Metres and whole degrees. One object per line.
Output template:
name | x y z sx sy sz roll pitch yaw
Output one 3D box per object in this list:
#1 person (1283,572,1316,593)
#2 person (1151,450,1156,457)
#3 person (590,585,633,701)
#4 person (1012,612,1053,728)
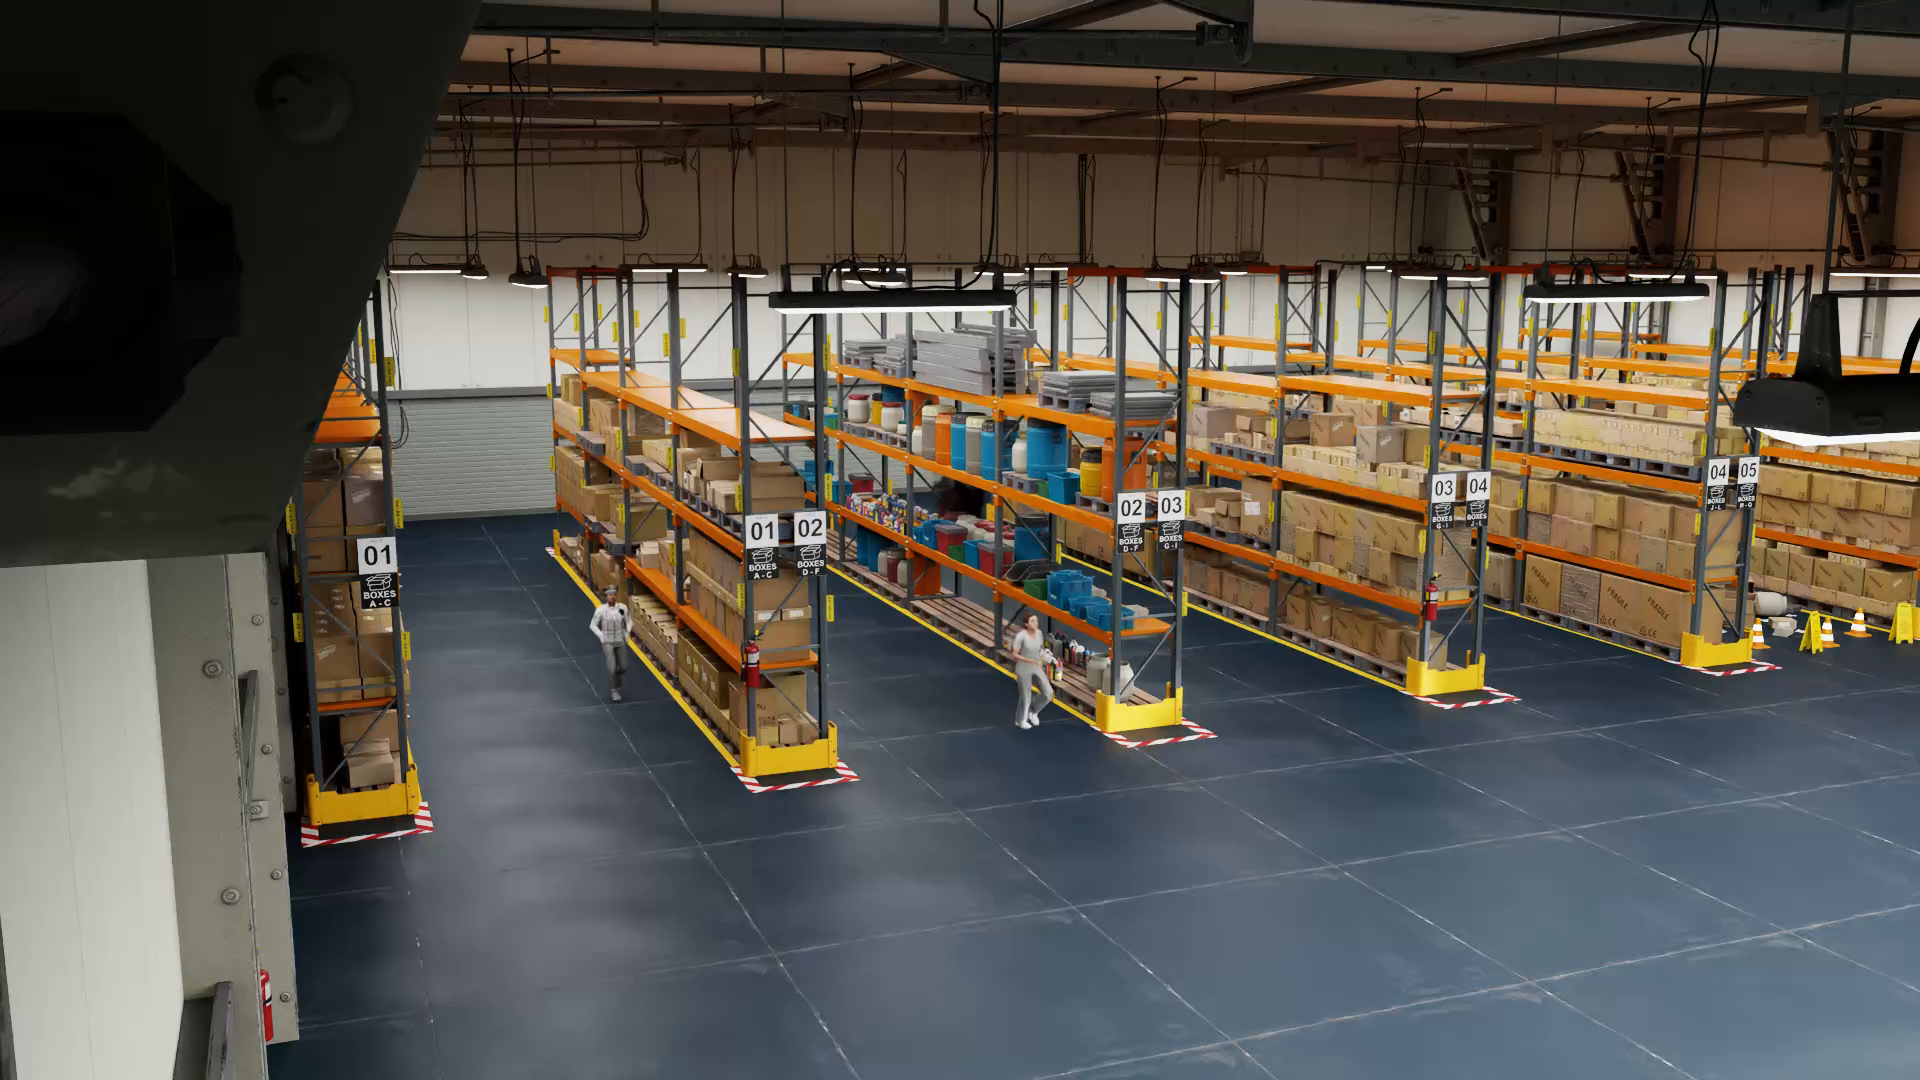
person | 6.350 0.073 31.036 0.682 1.810 0.815 -5 11 -26
person | 4.494 -1.244 38.850 0.734 1.707 0.537 -1 10 -7
person | -4.943 1.435 23.662 0.614 1.647 0.580 -4 11 -23
person | 0.938 1.737 21.990 0.582 1.615 0.657 -6 12 -31
